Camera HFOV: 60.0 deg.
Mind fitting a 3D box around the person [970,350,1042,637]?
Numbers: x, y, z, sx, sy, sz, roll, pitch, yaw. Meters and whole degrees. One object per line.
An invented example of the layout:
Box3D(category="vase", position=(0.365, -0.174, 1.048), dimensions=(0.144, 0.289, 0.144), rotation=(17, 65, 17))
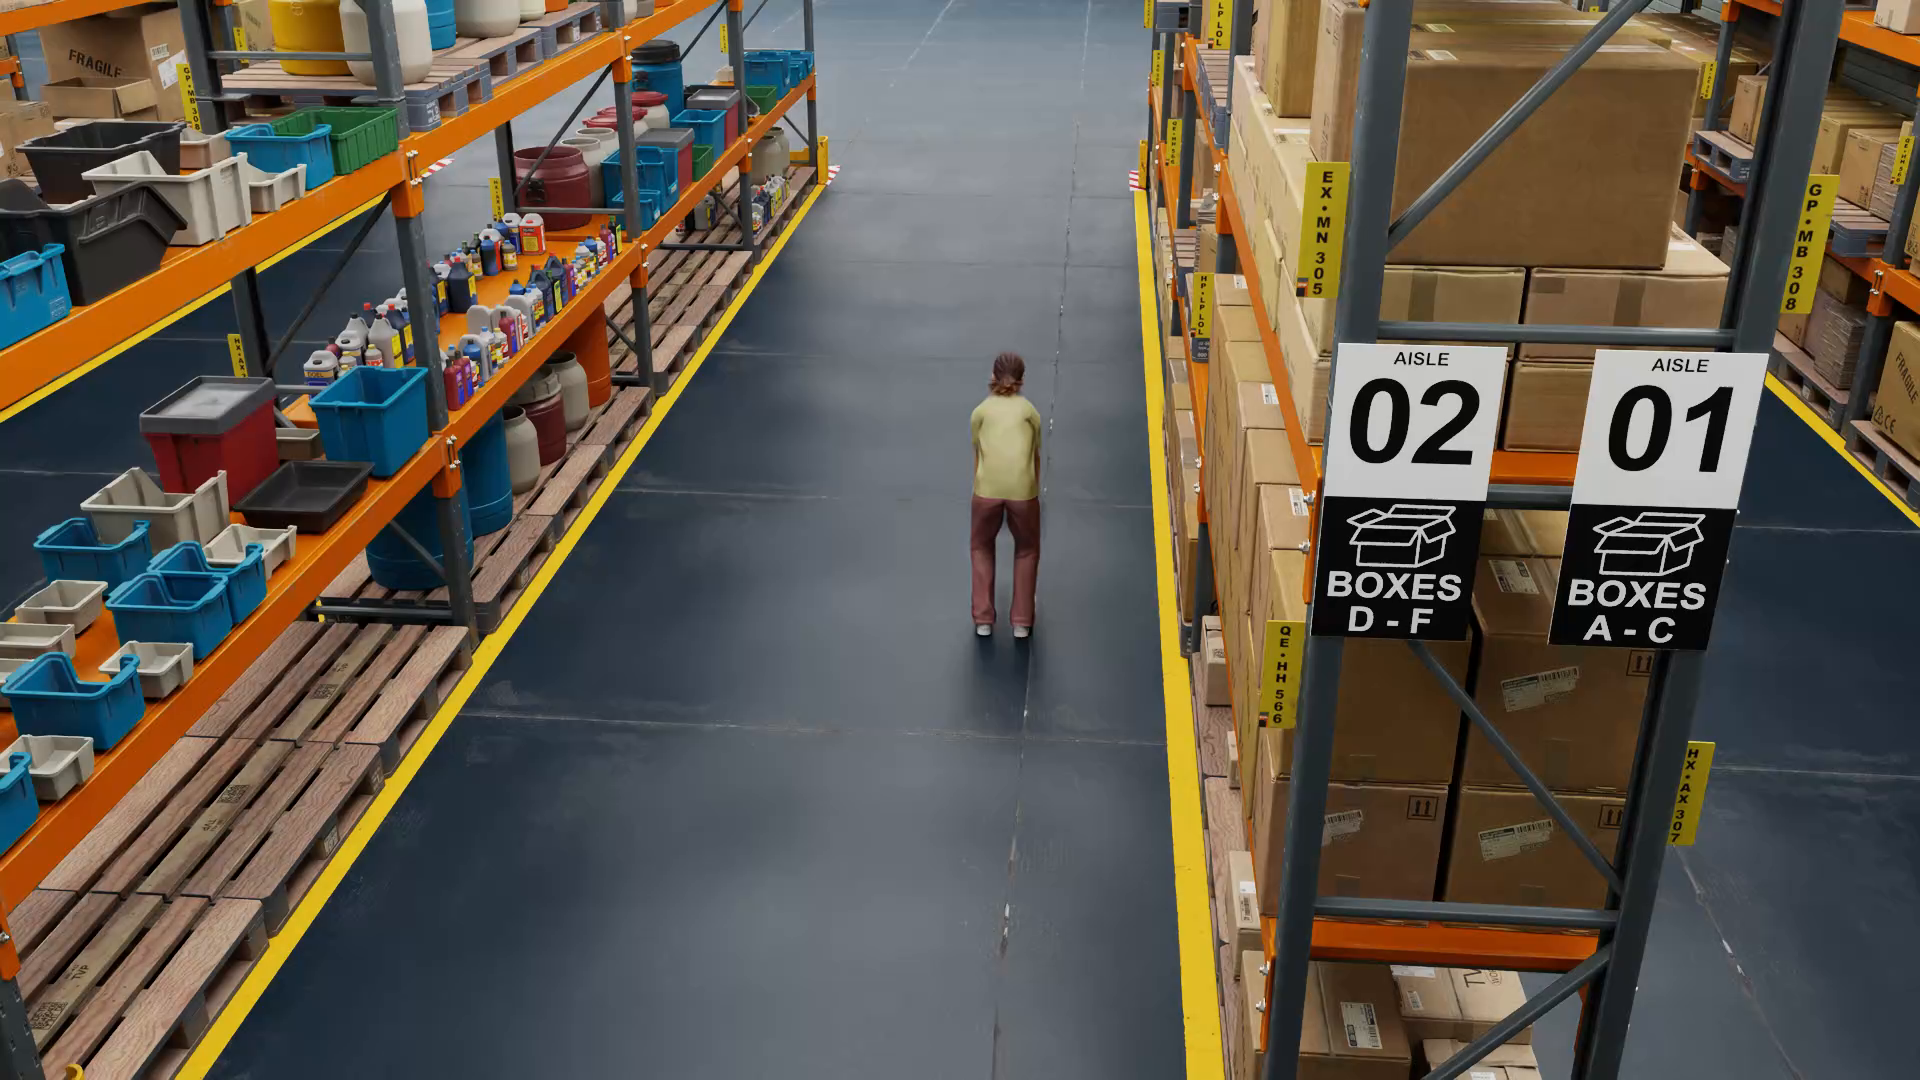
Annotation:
Box3D(category="person", position=(0.255, -0.255, 9.315), dimensions=(0.402, 1.555, 0.615), rotation=(2, 25, 4))
